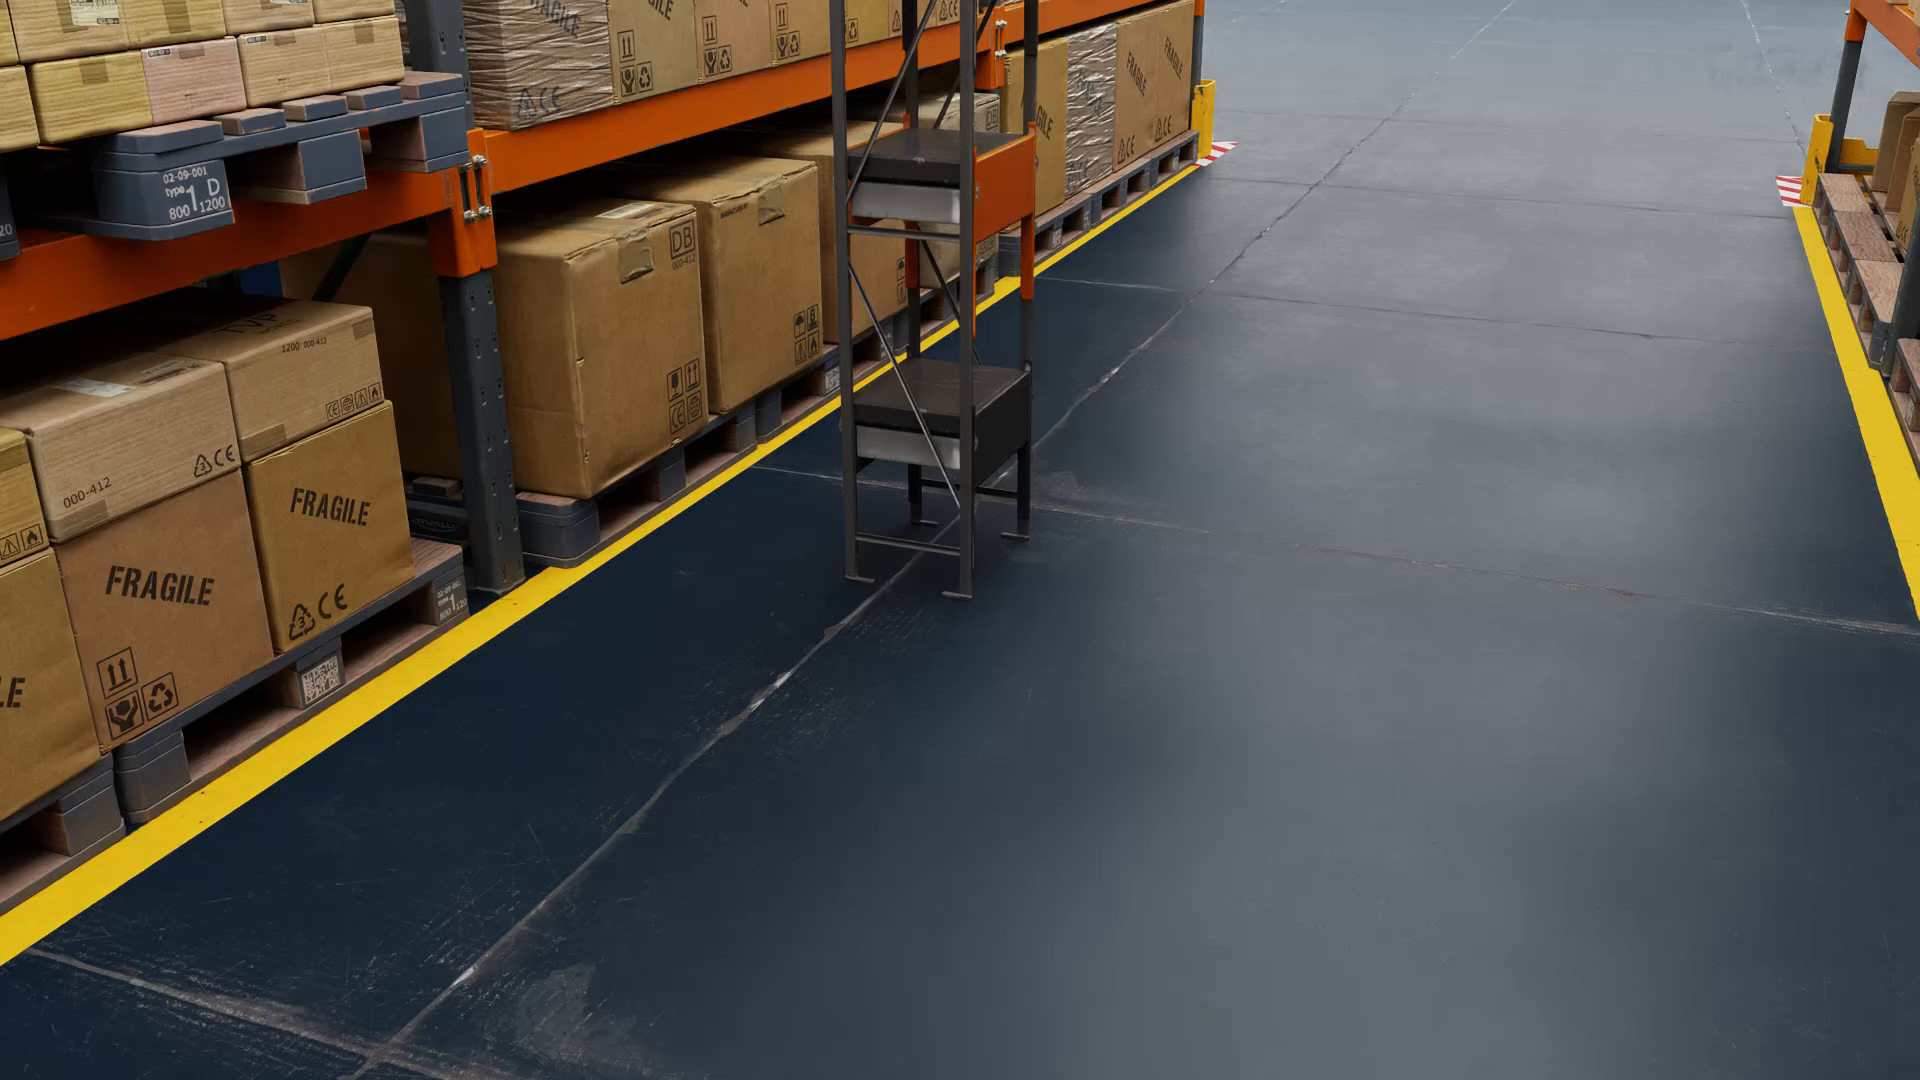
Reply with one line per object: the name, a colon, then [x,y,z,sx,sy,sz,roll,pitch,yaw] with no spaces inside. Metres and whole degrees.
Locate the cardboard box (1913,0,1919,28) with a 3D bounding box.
cardboard box: [4.322,-2.270,7.120,0.380,0.149,0.250,9,24,20]

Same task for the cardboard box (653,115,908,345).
cardboard box: [-0.801,-1.315,6.881,1.050,0.750,0.750,9,24,20]

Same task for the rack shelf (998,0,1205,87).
rack shelf: [0.451,-3.123,9.768,1.077,0.370,4.000,9,24,20]

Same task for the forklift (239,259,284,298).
forklift: [-3.037,-2.221,6.765,1.130,2.935,3.031,8,24,18]

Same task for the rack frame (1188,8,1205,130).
rack frame: [1.194,-4.171,11.343,1.000,3.000,0.127,9,24,20]

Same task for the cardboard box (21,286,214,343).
cardboard box: [-2.258,-0.482,4.238,0.500,0.250,0.500,8,24,18]

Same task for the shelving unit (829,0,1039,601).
shelving unit: [-0.061,-0.910,4.703,0.431,2.100,0.503,9,24,20]

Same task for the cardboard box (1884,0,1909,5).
cardboard box: [4.787,-2.718,8.190,0.380,0.149,0.250,9,24,20]

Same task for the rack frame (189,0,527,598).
rack frame: [-1.778,-1.308,4.489,1.000,3.000,0.127,9,24,20]

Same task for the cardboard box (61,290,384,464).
cardboard box: [-1.788,-0.412,4.070,0.500,0.250,0.500,8,24,19]

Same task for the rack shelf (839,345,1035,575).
rack shelf: [-0.061,-0.251,4.979,0.431,0.518,0.480,9,24,20]

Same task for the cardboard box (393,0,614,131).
cardboard box: [-1.360,-1.476,4.762,0.500,0.500,0.500,9,24,21]

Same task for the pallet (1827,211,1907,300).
pallet: [4.944,-1.390,8.303,1.003,0.211,1.213,9,24,20]

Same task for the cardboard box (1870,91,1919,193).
cardboard box: [5.514,-2.244,9.428,0.500,0.500,0.500,14,26,30]

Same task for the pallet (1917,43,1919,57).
pallet: [3.857,-1.652,5.561,1.003,0.211,1.213,9,24,20]

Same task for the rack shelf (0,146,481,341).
rack shelf: [-2.520,-0.260,2.914,1.077,0.370,4.000,9,24,20]

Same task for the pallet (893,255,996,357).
pallet: [-0.508,-1.166,7.767,1.003,0.211,1.213,9,24,20]

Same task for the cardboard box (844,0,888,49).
cardboard box: [-0.613,-2.199,6.492,0.500,0.500,0.500,9,24,21]

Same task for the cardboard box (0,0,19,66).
cardboard box: [-1.919,-0.912,2.938,0.380,0.149,0.250,9,24,20]

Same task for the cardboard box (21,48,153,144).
cardboard box: [-1.819,-0.874,3.232,0.380,0.149,0.250,8,24,19]

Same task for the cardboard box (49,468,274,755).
cardboard box: [-1.976,0.110,3.793,0.500,0.500,0.500,10,25,22]

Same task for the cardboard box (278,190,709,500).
cardboard box: [-1.468,-0.669,5.333,1.050,0.750,0.750,8,24,19]

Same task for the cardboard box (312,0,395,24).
cardboard box: [-1.538,-1.281,3.820,0.380,0.149,0.250,9,24,21]

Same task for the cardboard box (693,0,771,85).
cardboard box: [-0.986,-1.839,5.630,0.500,0.500,0.500,9,24,20]

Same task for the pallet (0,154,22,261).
pallet: [-2.475,-0.505,2.816,1.003,0.211,1.213,9,24,20]

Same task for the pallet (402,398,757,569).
pallet: [-1.415,-0.292,5.676,1.003,0.211,1.213,9,24,20]

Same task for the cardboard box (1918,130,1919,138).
cardboard box: [5.074,-1.804,8.374,0.500,0.500,0.500,11,25,25]

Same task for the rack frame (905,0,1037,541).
rack frame: [0.029,-0.997,4.913,0.400,2.100,0.015,9,24,20]

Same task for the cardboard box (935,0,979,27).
cardboard box: [-0.237,-2.560,7.358,0.500,0.500,0.500,9,24,20]

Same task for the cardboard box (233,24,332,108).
cardboard box: [-1.628,-1.055,3.664,0.380,0.149,0.250,9,24,20]

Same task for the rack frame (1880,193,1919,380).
rack frame: [4.276,-1.993,6.129,1.000,3.000,0.127,9,24,20]

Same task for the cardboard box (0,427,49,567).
cardboard box: [-2.169,-0.050,3.203,0.500,0.250,0.500,9,24,21]

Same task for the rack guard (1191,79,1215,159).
rack guard: [1.203,-3.026,11.845,1.175,0.500,0.348,9,24,20]

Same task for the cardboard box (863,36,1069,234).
cardboard box: [0.007,-2.168,8.759,0.875,0.875,0.875,9,24,21]

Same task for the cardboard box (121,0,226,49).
cardboard box: [-1.731,-1.091,3.364,0.380,0.149,0.250,9,24,21]

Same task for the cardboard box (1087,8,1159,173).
cardboard box: [0.679,-2.817,10.313,0.875,0.875,0.875,8,24,19]

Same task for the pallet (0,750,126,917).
pallet: [-2.524,0.693,3.316,1.003,0.211,1.213,9,24,20]

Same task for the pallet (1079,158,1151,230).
pallet: [0.515,-2.151,10.127,1.003,0.211,1.213,9,24,20]
